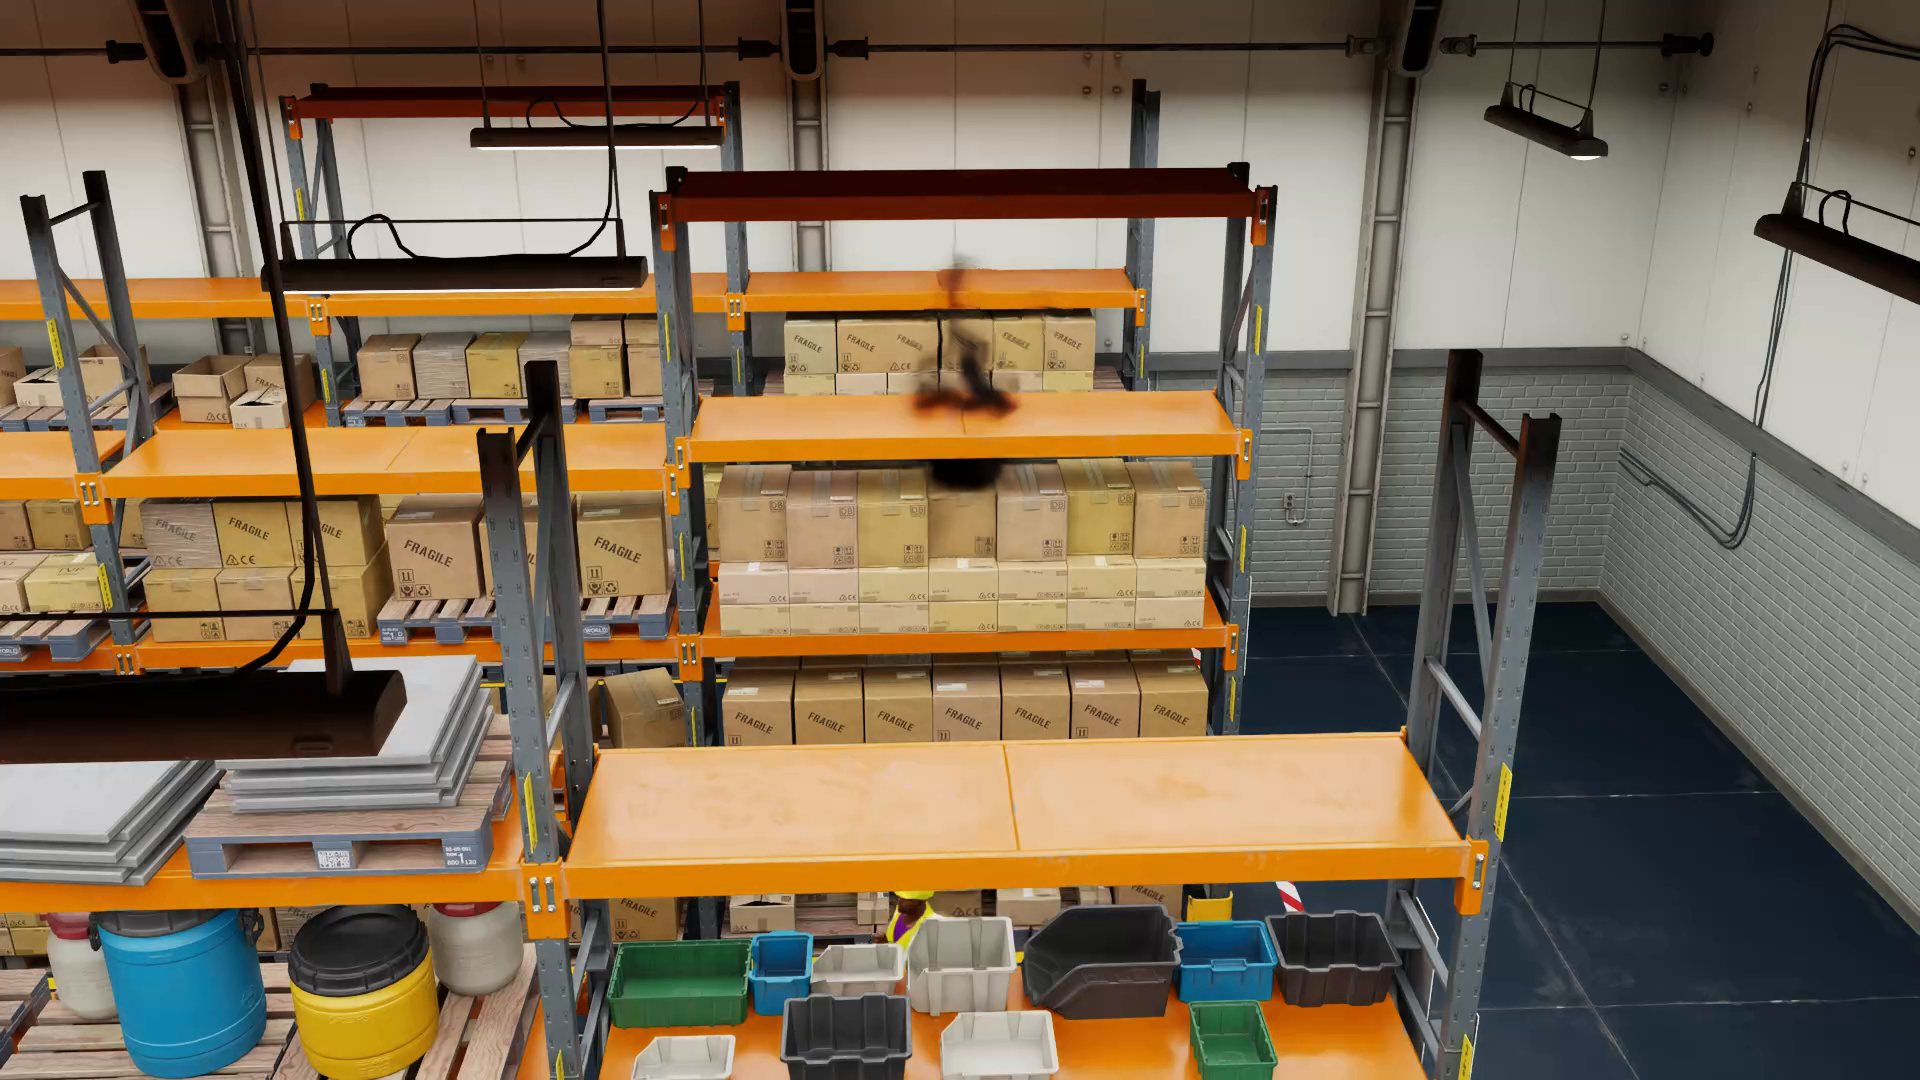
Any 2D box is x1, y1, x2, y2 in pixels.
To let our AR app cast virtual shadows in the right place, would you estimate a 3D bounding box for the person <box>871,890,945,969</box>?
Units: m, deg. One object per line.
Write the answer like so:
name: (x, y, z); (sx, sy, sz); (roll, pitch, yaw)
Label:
person: (-0.273, 3.015, 11.378); (0.907, 1.779, 0.682); (-8, 24, -19)
